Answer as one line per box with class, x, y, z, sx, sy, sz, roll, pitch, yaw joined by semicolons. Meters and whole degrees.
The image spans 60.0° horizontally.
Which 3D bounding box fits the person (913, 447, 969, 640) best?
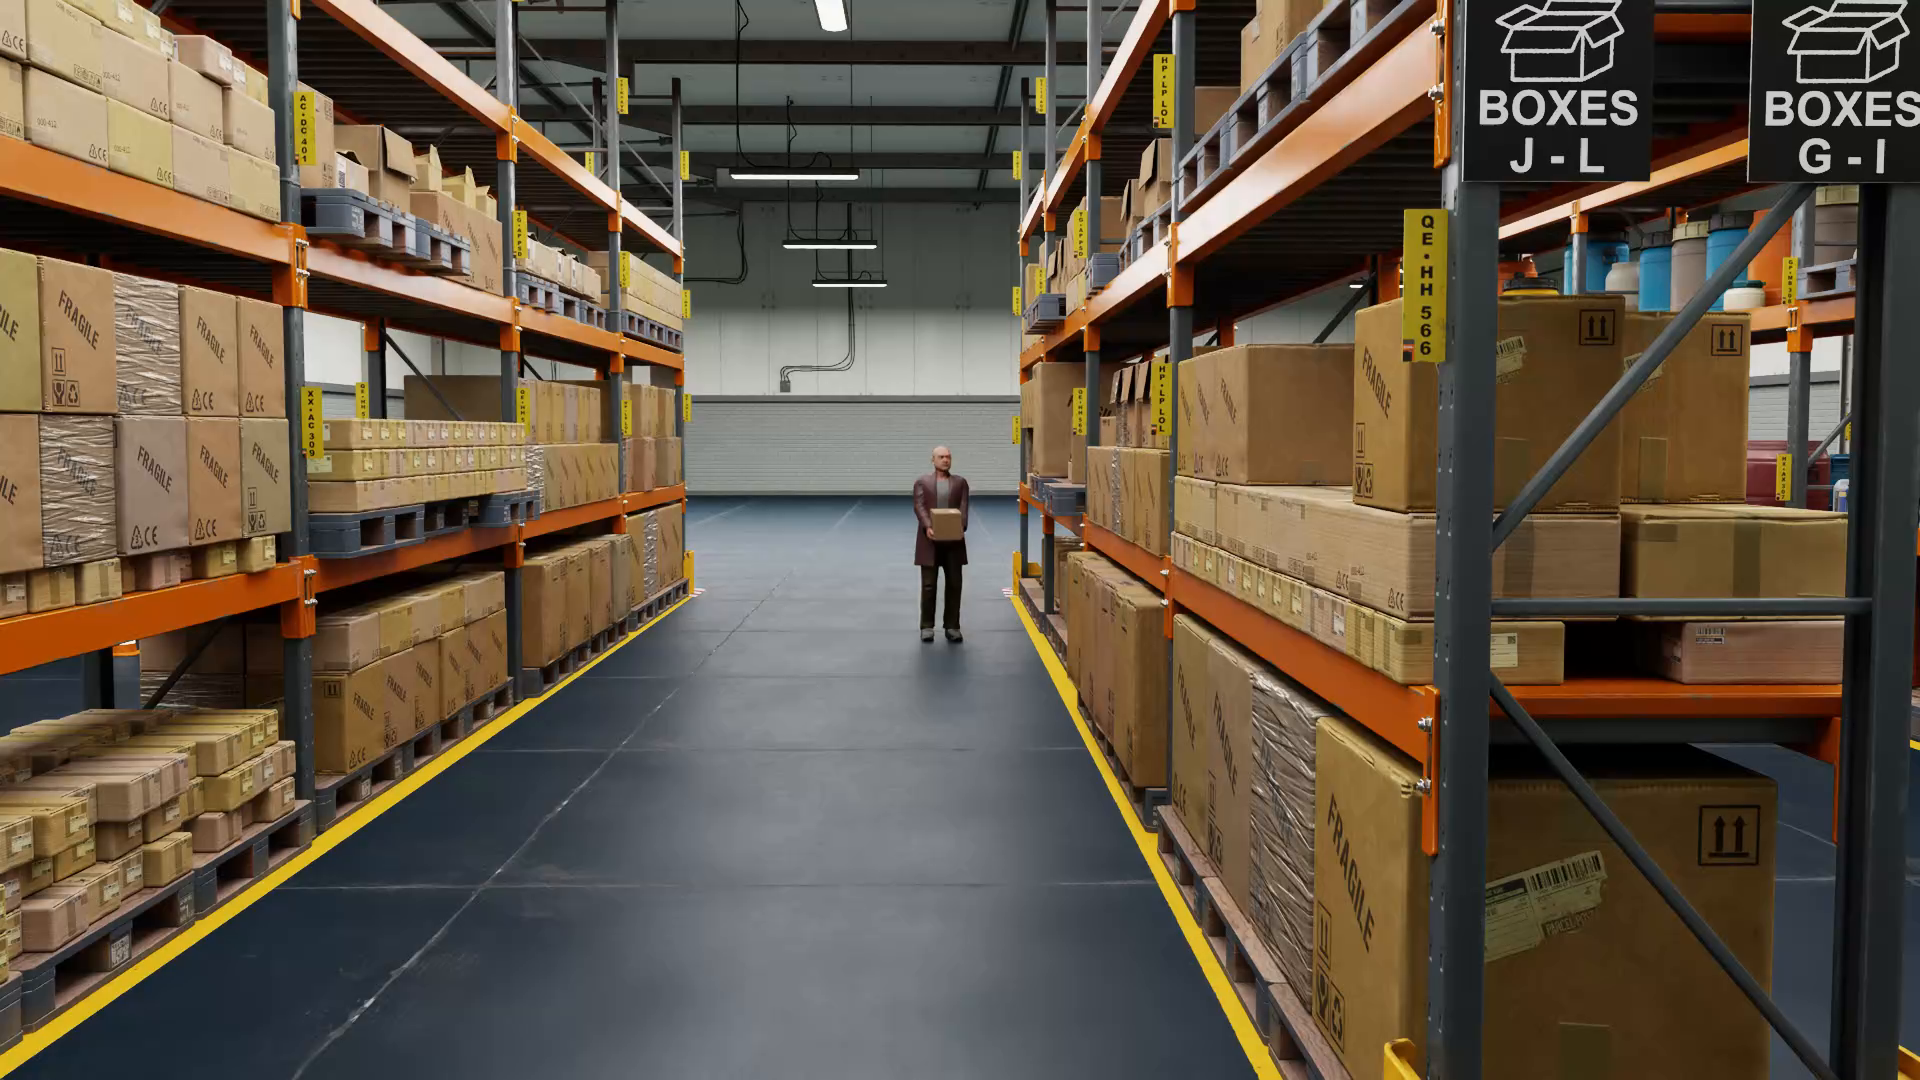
person;-0.153;0.031;15.239;0.530;1.769;0.563;-1;4;-10
